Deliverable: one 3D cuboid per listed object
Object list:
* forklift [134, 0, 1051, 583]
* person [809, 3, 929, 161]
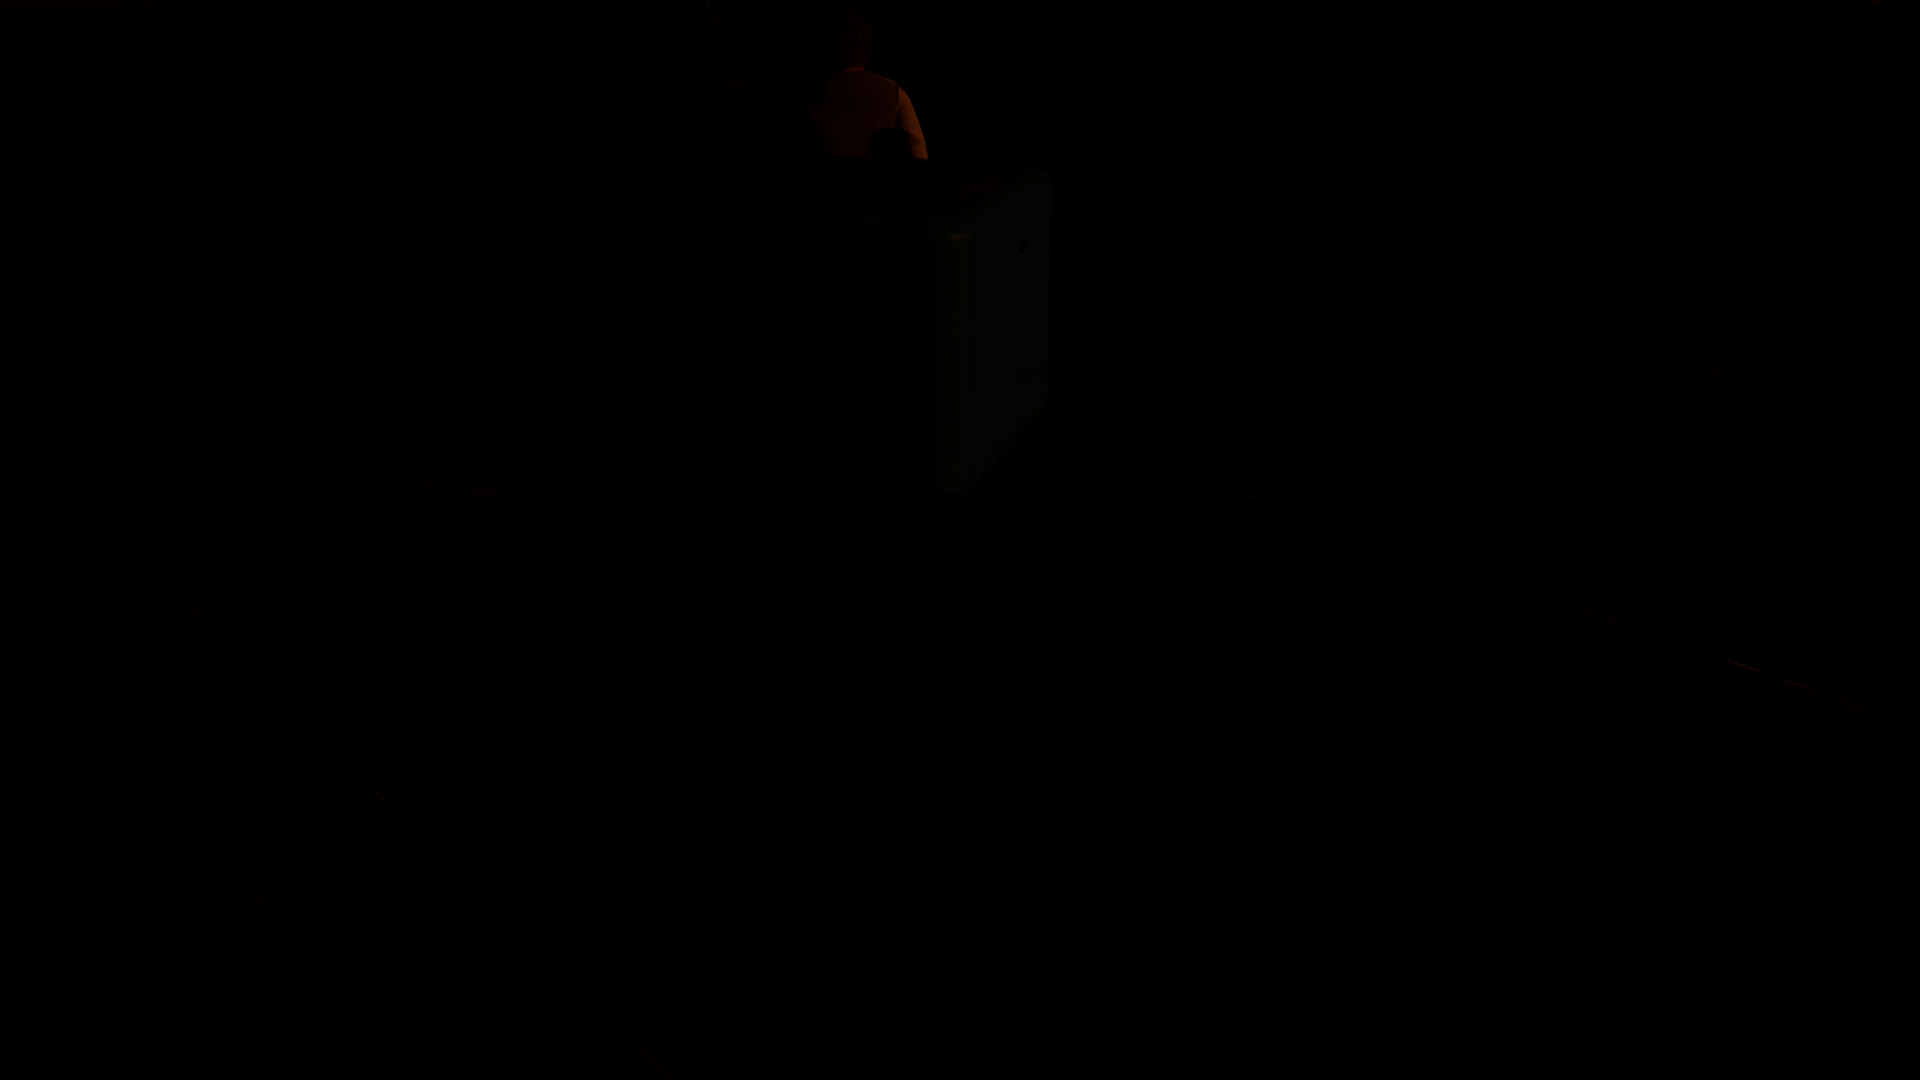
[{"bbox_3d":[-1.274,-1.537,5.089,3.031,2.935,1.130,7,23,16],"label":"forklift"},{"bbox_3d":[-0.321,-1.055,5.812,0.560,1.561,0.830,-2,22,-6],"label":"person"}]
